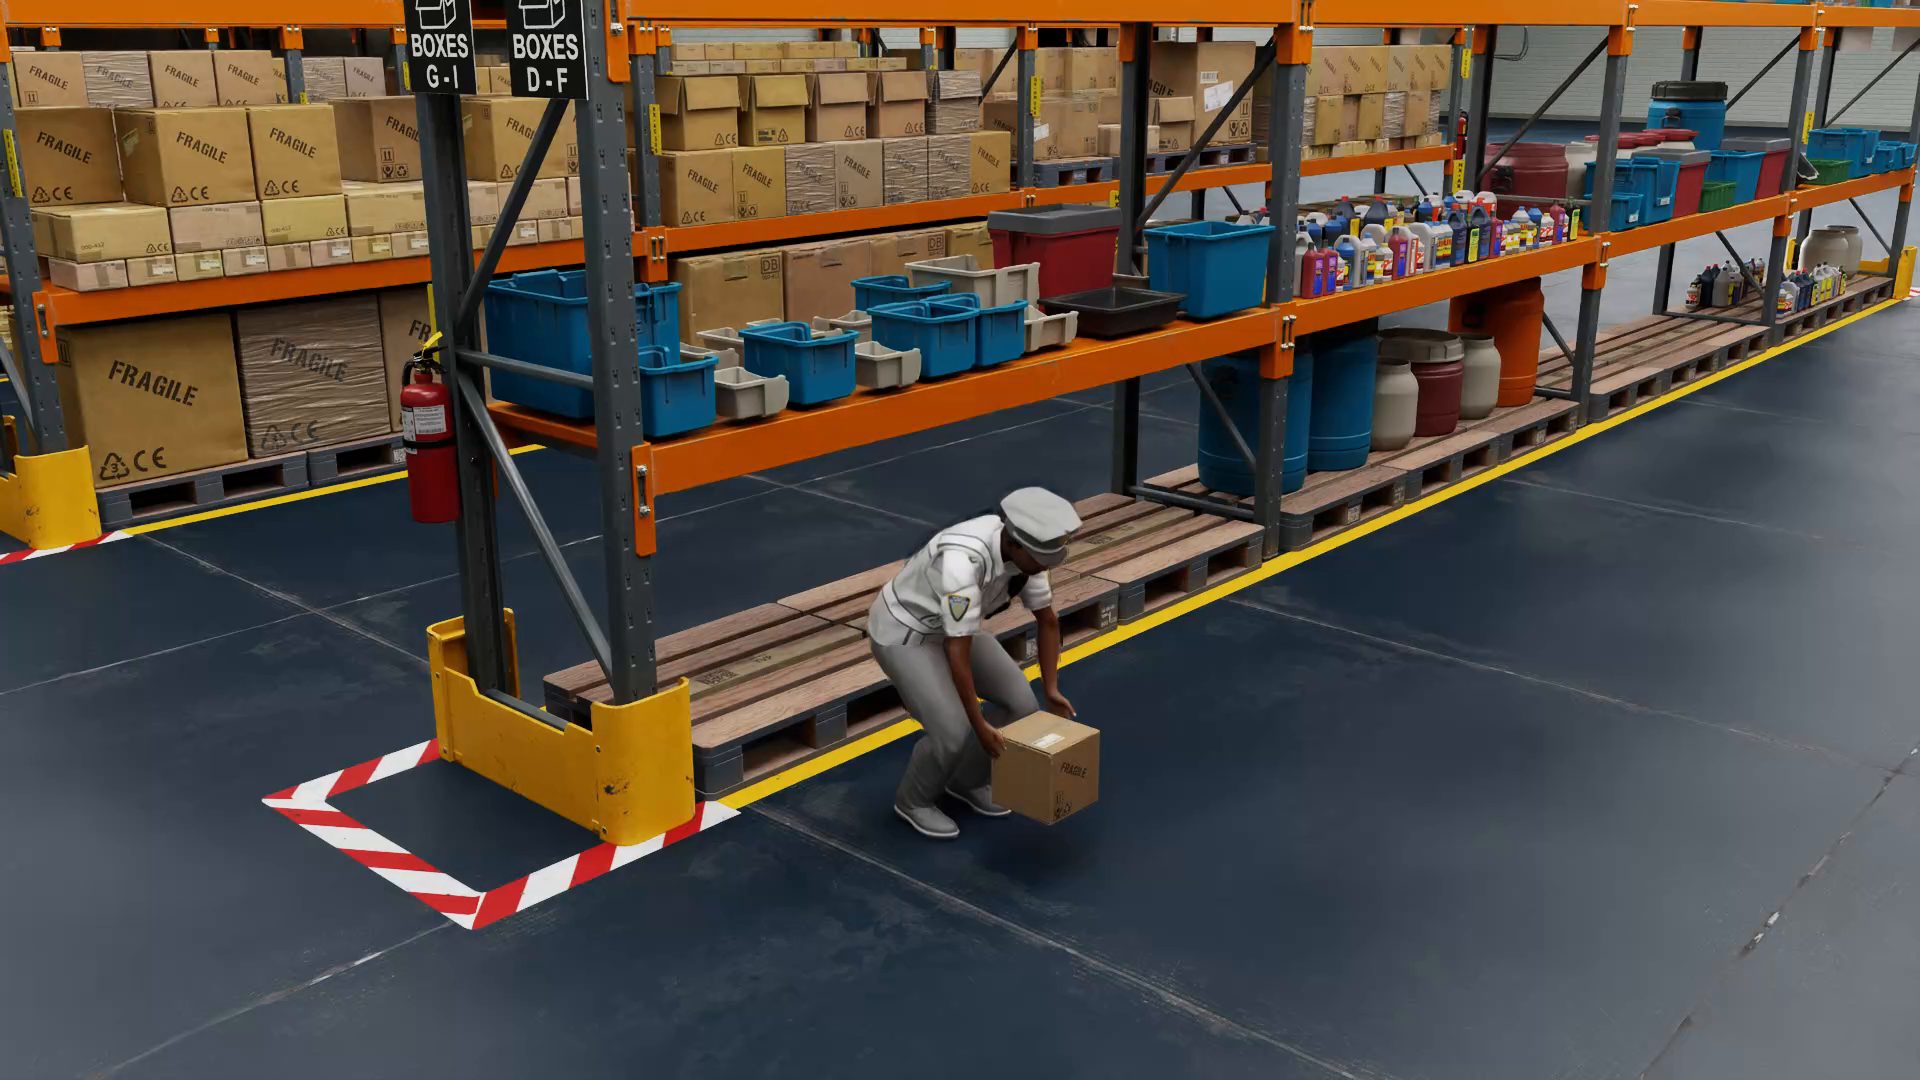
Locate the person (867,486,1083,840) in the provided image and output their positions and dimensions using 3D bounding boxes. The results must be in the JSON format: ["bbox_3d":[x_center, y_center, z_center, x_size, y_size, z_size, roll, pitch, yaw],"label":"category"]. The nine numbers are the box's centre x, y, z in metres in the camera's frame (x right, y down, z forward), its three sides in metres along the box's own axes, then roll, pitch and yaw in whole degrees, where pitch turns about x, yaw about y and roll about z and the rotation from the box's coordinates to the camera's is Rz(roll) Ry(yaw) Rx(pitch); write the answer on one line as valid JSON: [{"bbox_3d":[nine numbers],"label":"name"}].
[{"bbox_3d":[0.062,0.389,5.567,0.502,1.218,0.788,-15,22,-40],"label":"person"}]
